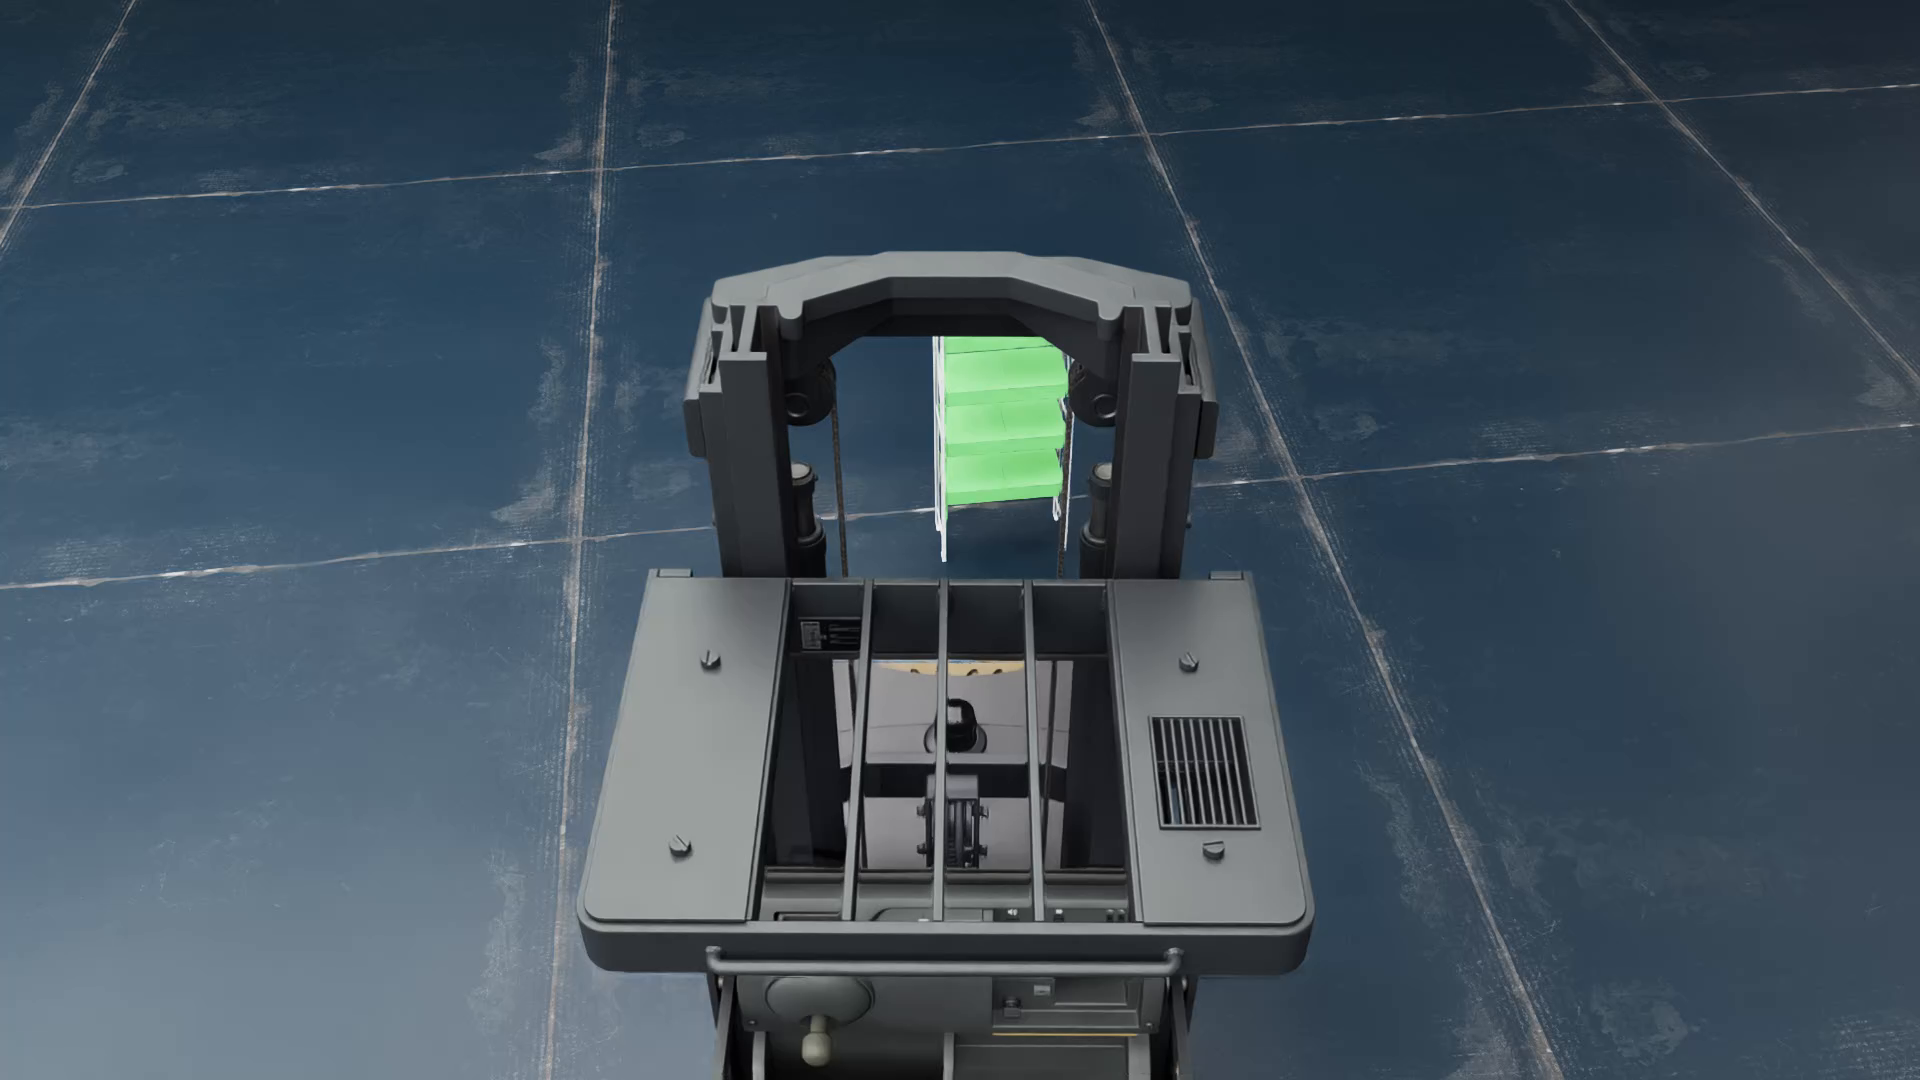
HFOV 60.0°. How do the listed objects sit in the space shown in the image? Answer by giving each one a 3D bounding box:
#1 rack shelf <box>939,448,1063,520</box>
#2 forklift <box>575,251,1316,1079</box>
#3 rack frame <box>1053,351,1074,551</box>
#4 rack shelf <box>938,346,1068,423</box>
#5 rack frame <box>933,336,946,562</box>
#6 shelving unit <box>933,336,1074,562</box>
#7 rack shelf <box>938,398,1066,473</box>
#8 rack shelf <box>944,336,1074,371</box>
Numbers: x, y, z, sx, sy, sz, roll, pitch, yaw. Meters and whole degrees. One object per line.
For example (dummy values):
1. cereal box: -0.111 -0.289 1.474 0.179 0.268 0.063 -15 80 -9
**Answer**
1. rack shelf: 0.164 -0.234 6.568 0.480 0.148 0.258 -5 42 -6
2. forklift: -0.019 1.020 3.431 1.130 2.935 3.031 0 42 0
3. rack frame: 0.406 -0.481 6.388 0.015 1.200 0.240 -5 42 -6
4. rack shelf: 0.164 -0.591 6.246 0.480 0.148 0.258 -5 42 -6
5. rack frame: -0.078 -0.439 6.341 0.015 1.200 0.240 -5 42 -6
6. shelving unit: 0.164 -0.460 6.364 0.503 1.200 0.258 -5 42 -6
7. rack shelf: 0.164 -0.412 6.407 0.480 0.148 0.258 -5 42 -6
8. rack shelf: 0.164 -0.769 6.085 0.480 0.148 0.258 -5 42 -6
